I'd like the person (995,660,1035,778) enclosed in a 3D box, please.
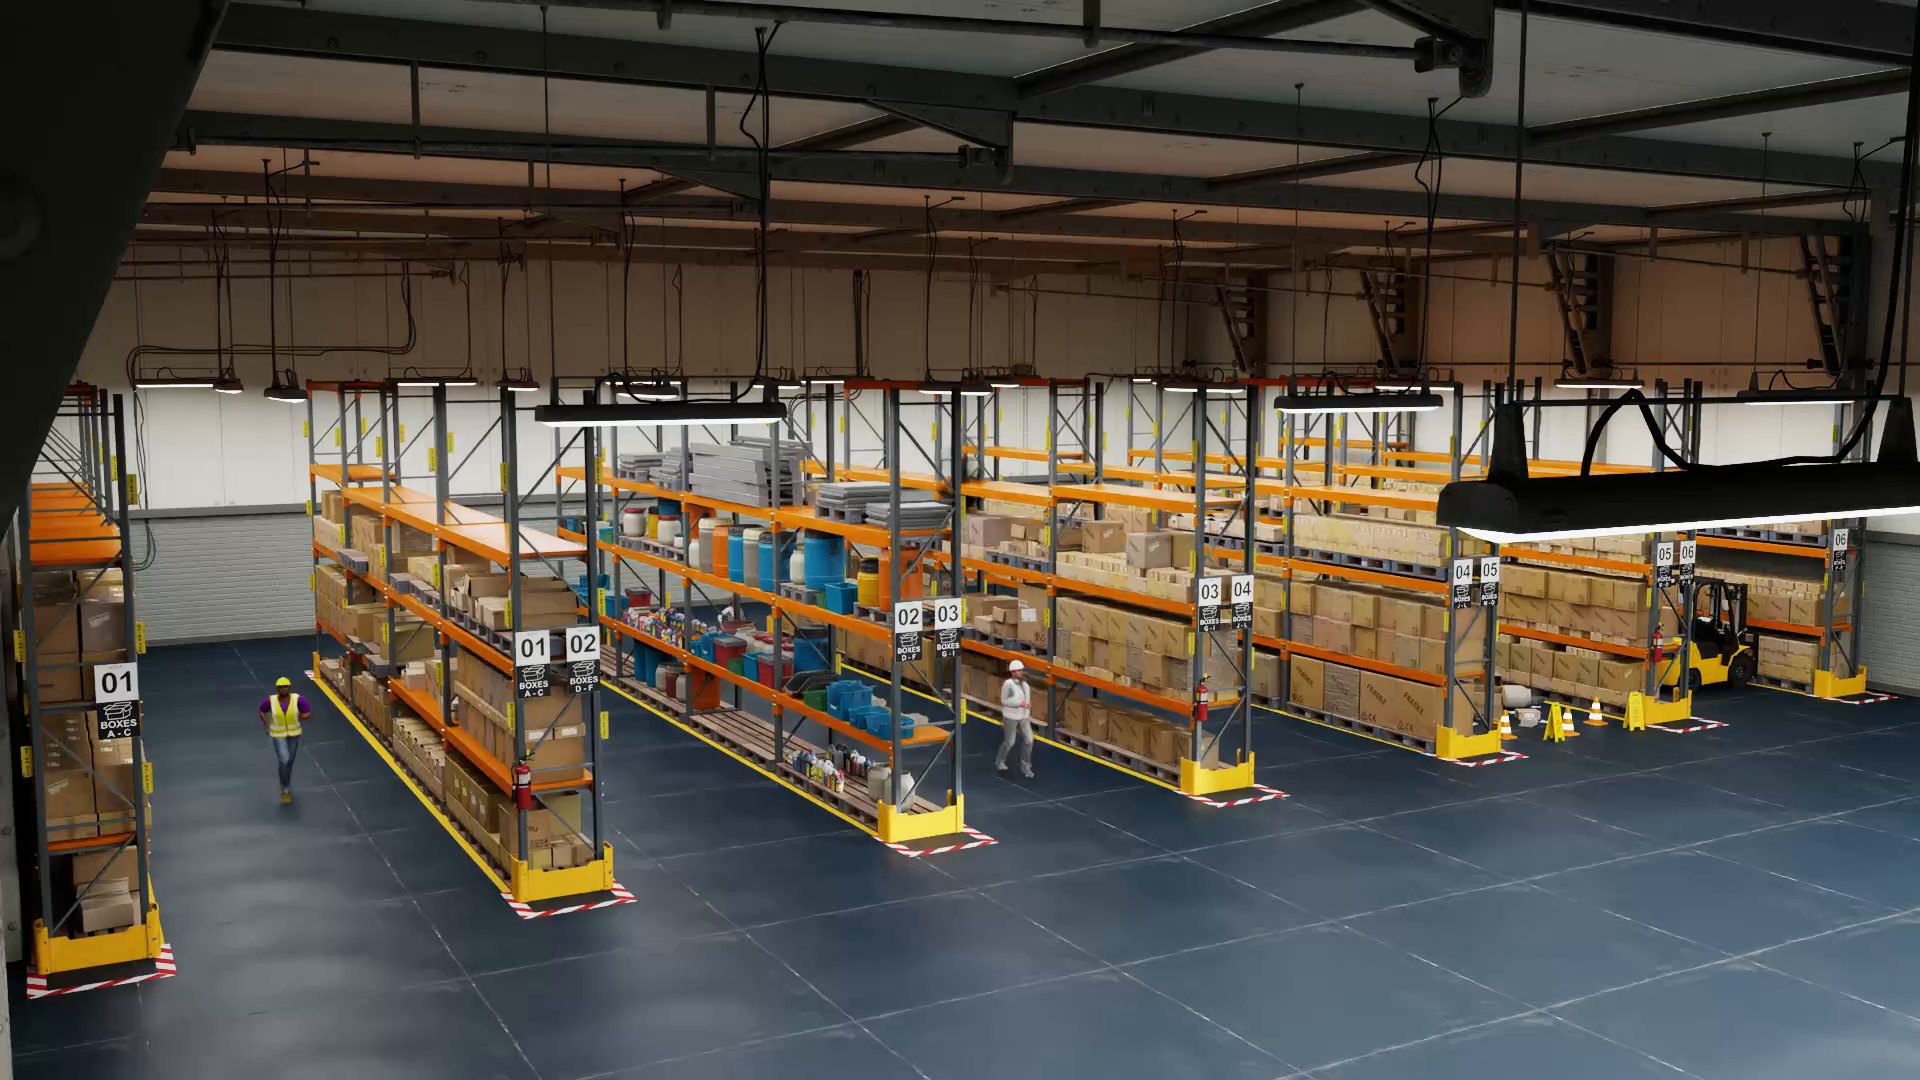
[{"bbox_3d":[0.862,2.754,25.518,0.673,1.855,0.760,-5,8,-40],"label":"person"}]

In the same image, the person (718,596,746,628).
[{"bbox_3d":[-4.614,1.926,34.072,0.548,1.589,0.640,-6,8,-42],"label":"person"}]

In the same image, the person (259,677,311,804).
[{"bbox_3d":[-9.804,2.890,24.244,0.664,1.833,0.779,-4,7,-34],"label":"person"}]
